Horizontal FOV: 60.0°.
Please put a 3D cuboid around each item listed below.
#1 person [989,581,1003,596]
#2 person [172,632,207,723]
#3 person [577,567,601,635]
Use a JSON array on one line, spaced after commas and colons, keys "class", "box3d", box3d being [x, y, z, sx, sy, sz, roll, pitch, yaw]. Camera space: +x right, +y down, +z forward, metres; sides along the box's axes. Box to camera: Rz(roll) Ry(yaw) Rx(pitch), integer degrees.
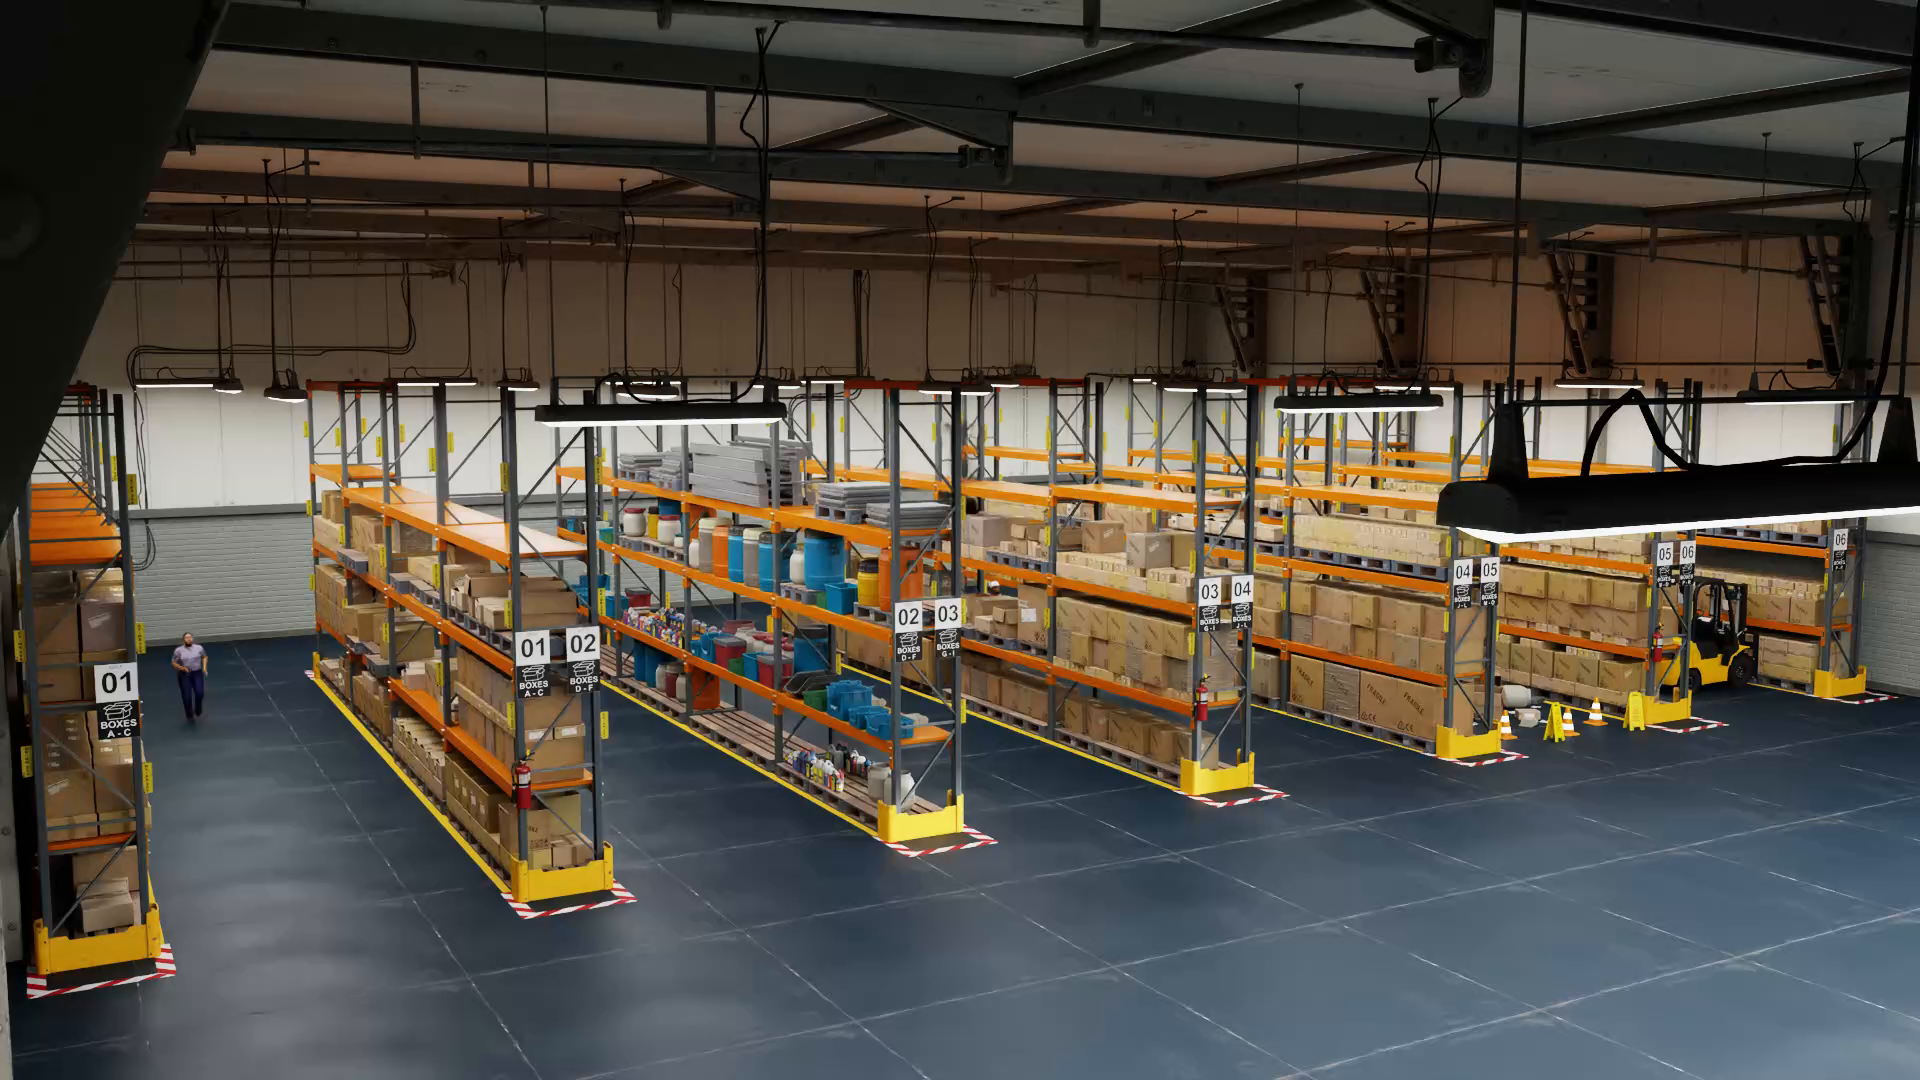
[{"class": "person", "box3d": [0.756, 1.679, 35.274, 0.714, 1.648, 0.874, -4, 8, -36]}, {"class": "person", "box3d": [-13.549, 2.422, 29.314, 0.599, 1.608, 0.539, -4, 7, -32]}, {"class": "person", "box3d": [-8.463, 1.562, 37.925, 0.941, 1.527, 0.650, -2, 6, -18]}]
